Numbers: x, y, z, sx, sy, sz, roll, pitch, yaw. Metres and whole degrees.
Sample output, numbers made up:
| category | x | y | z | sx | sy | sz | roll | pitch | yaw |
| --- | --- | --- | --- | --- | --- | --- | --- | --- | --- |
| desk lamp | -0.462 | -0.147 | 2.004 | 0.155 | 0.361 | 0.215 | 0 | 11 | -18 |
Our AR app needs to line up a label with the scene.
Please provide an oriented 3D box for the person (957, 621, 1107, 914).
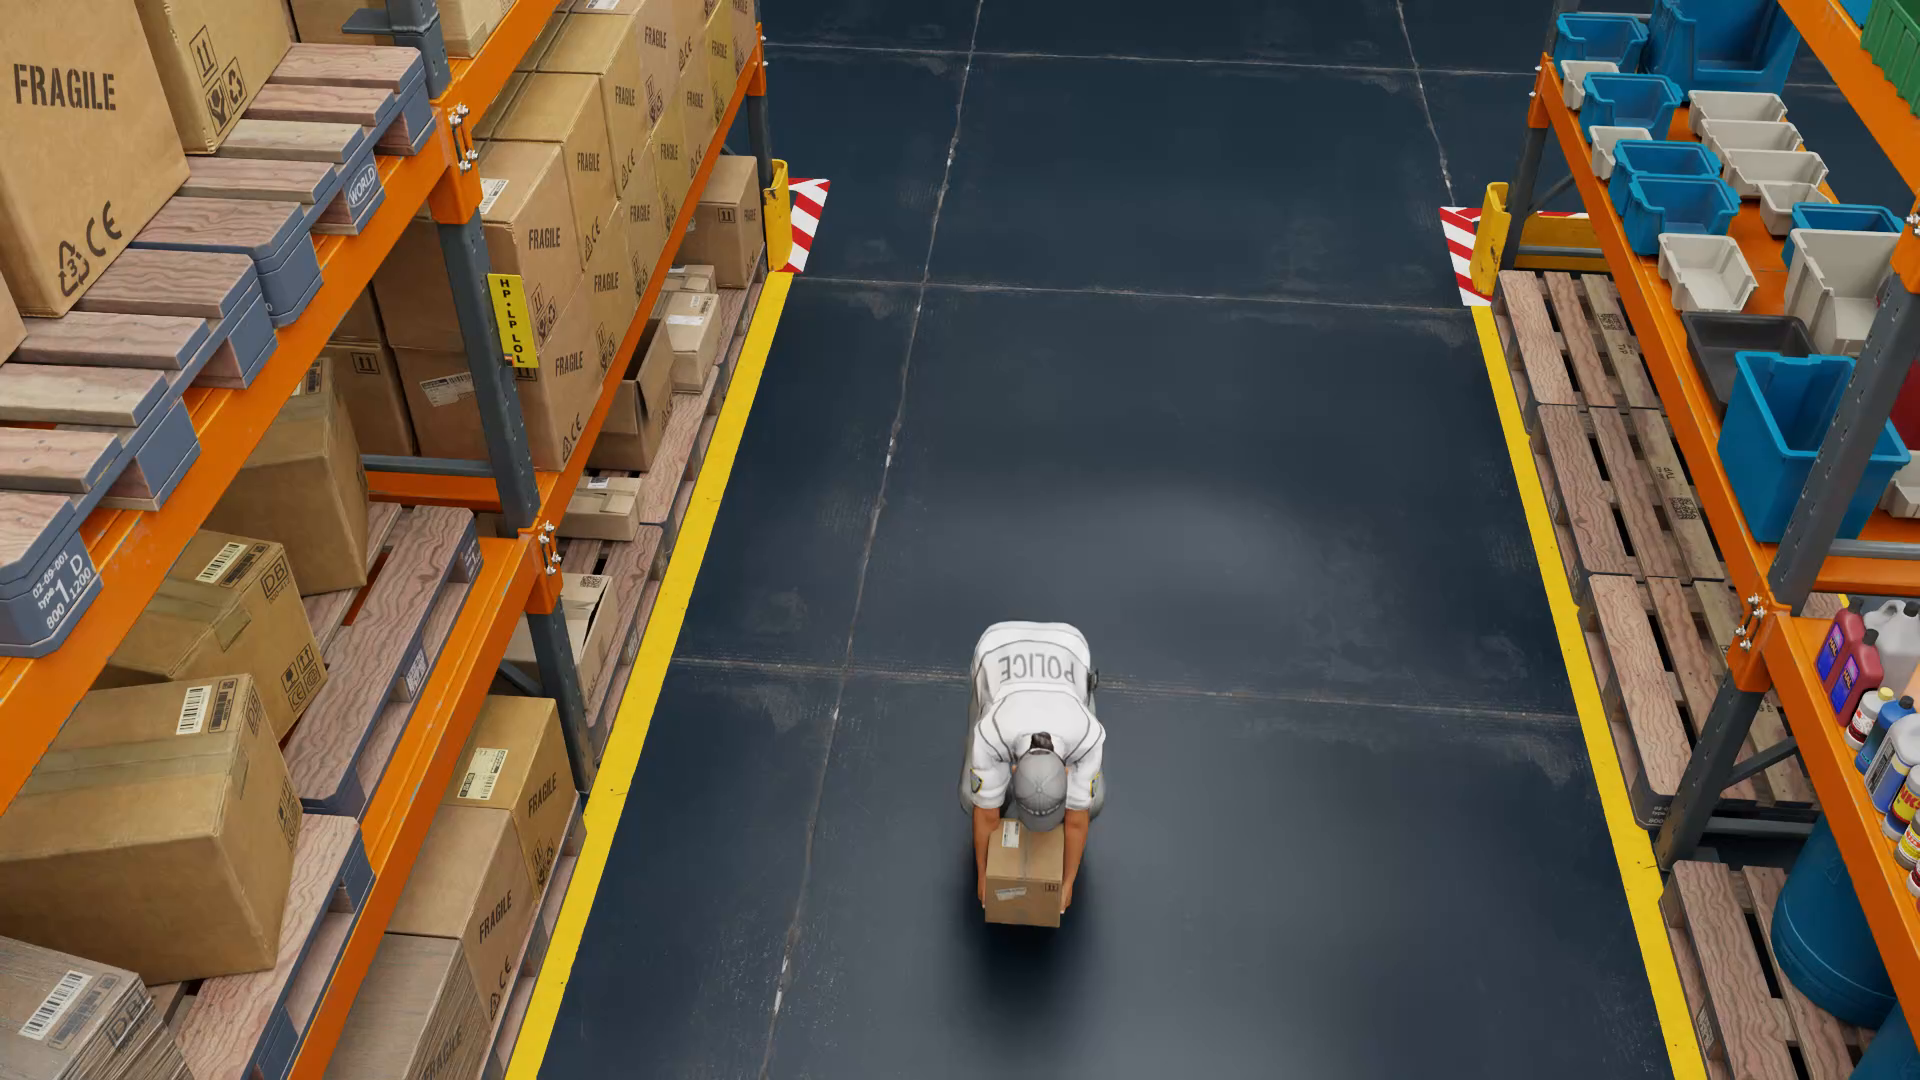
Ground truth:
| category | x | y | z | sx | sy | sz | roll | pitch | yaw |
| --- | --- | --- | --- | --- | --- | --- | --- | --- | --- |
| person | 0.241 | 0.809 | 5.747 | 0.500 | 0.963 | 0.935 | 2 | 40 | 2 |
